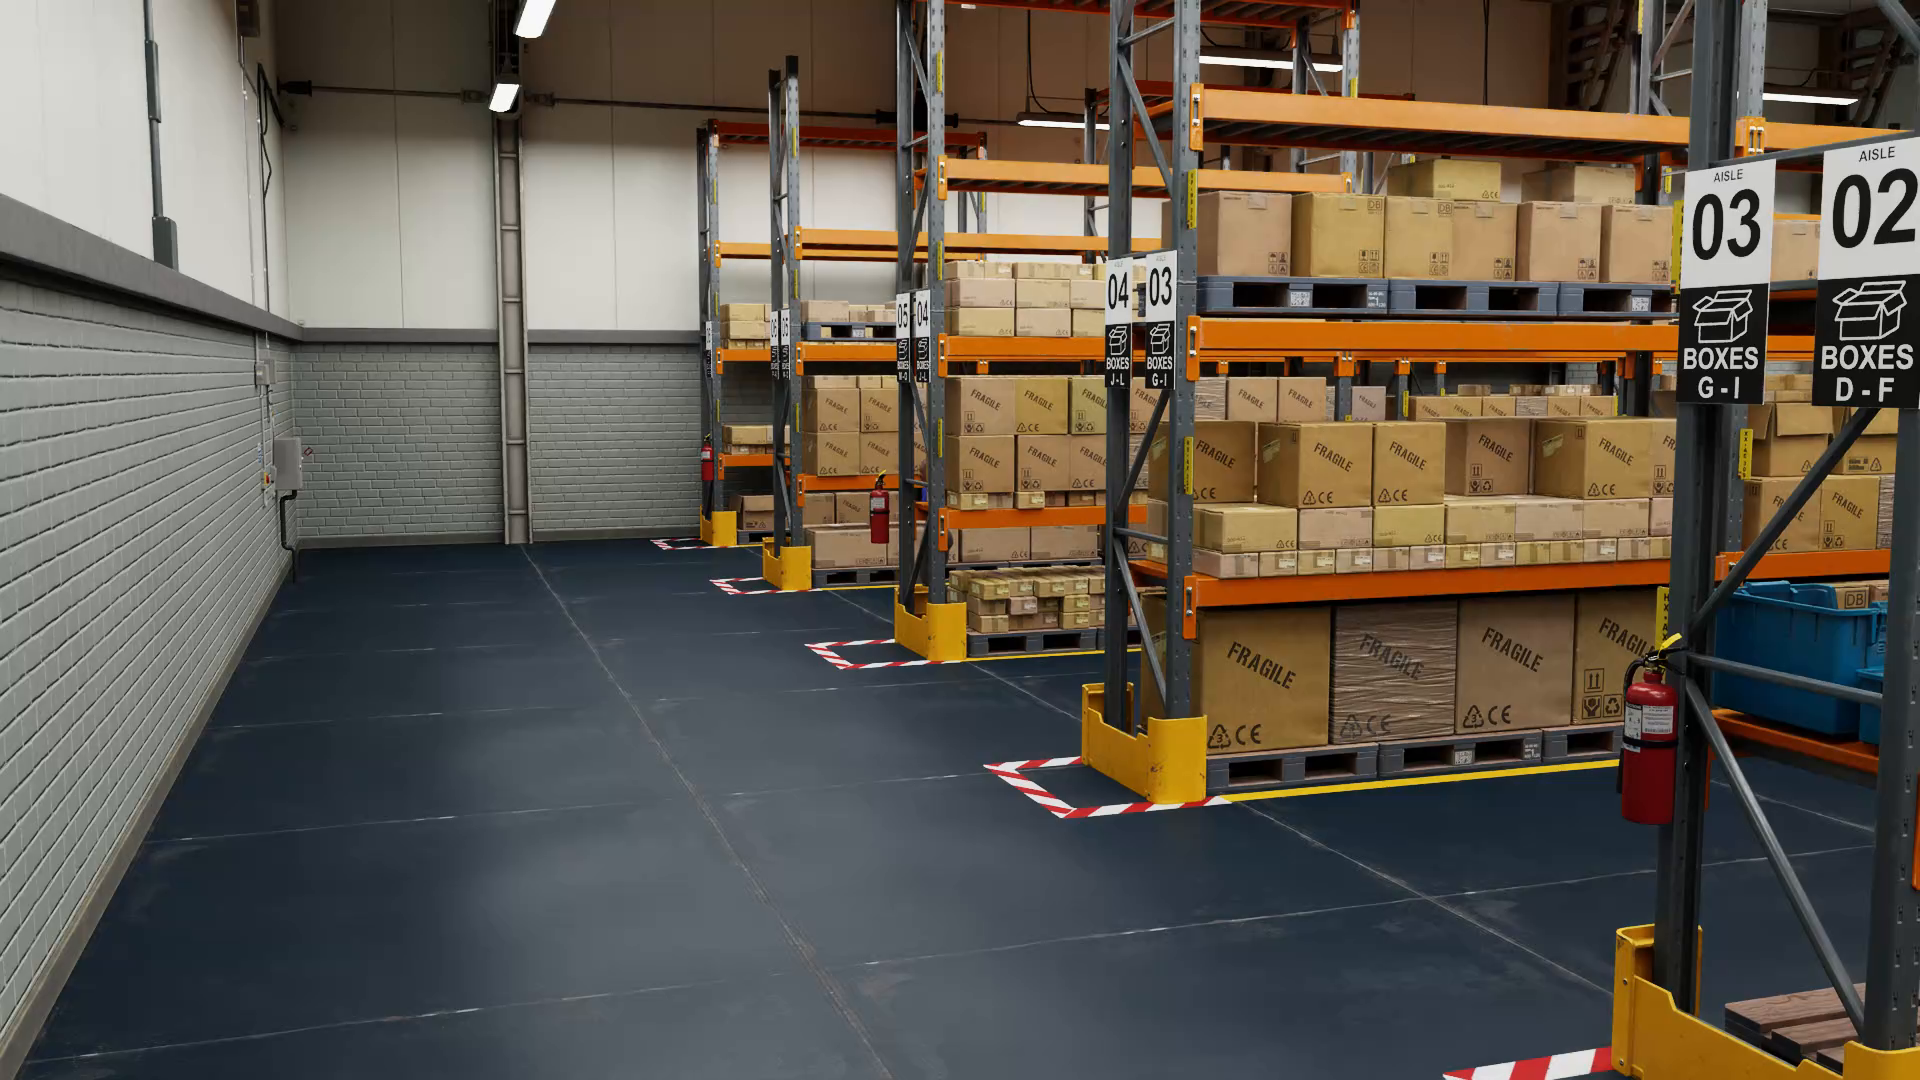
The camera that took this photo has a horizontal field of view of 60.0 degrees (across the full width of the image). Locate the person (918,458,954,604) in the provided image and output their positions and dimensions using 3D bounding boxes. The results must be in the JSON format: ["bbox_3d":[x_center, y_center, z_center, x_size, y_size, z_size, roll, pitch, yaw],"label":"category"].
[{"bbox_3d":[-0.264,0.002,16.577,0.351,1.654,0.531,-2,6,-22],"label":"person"}]
